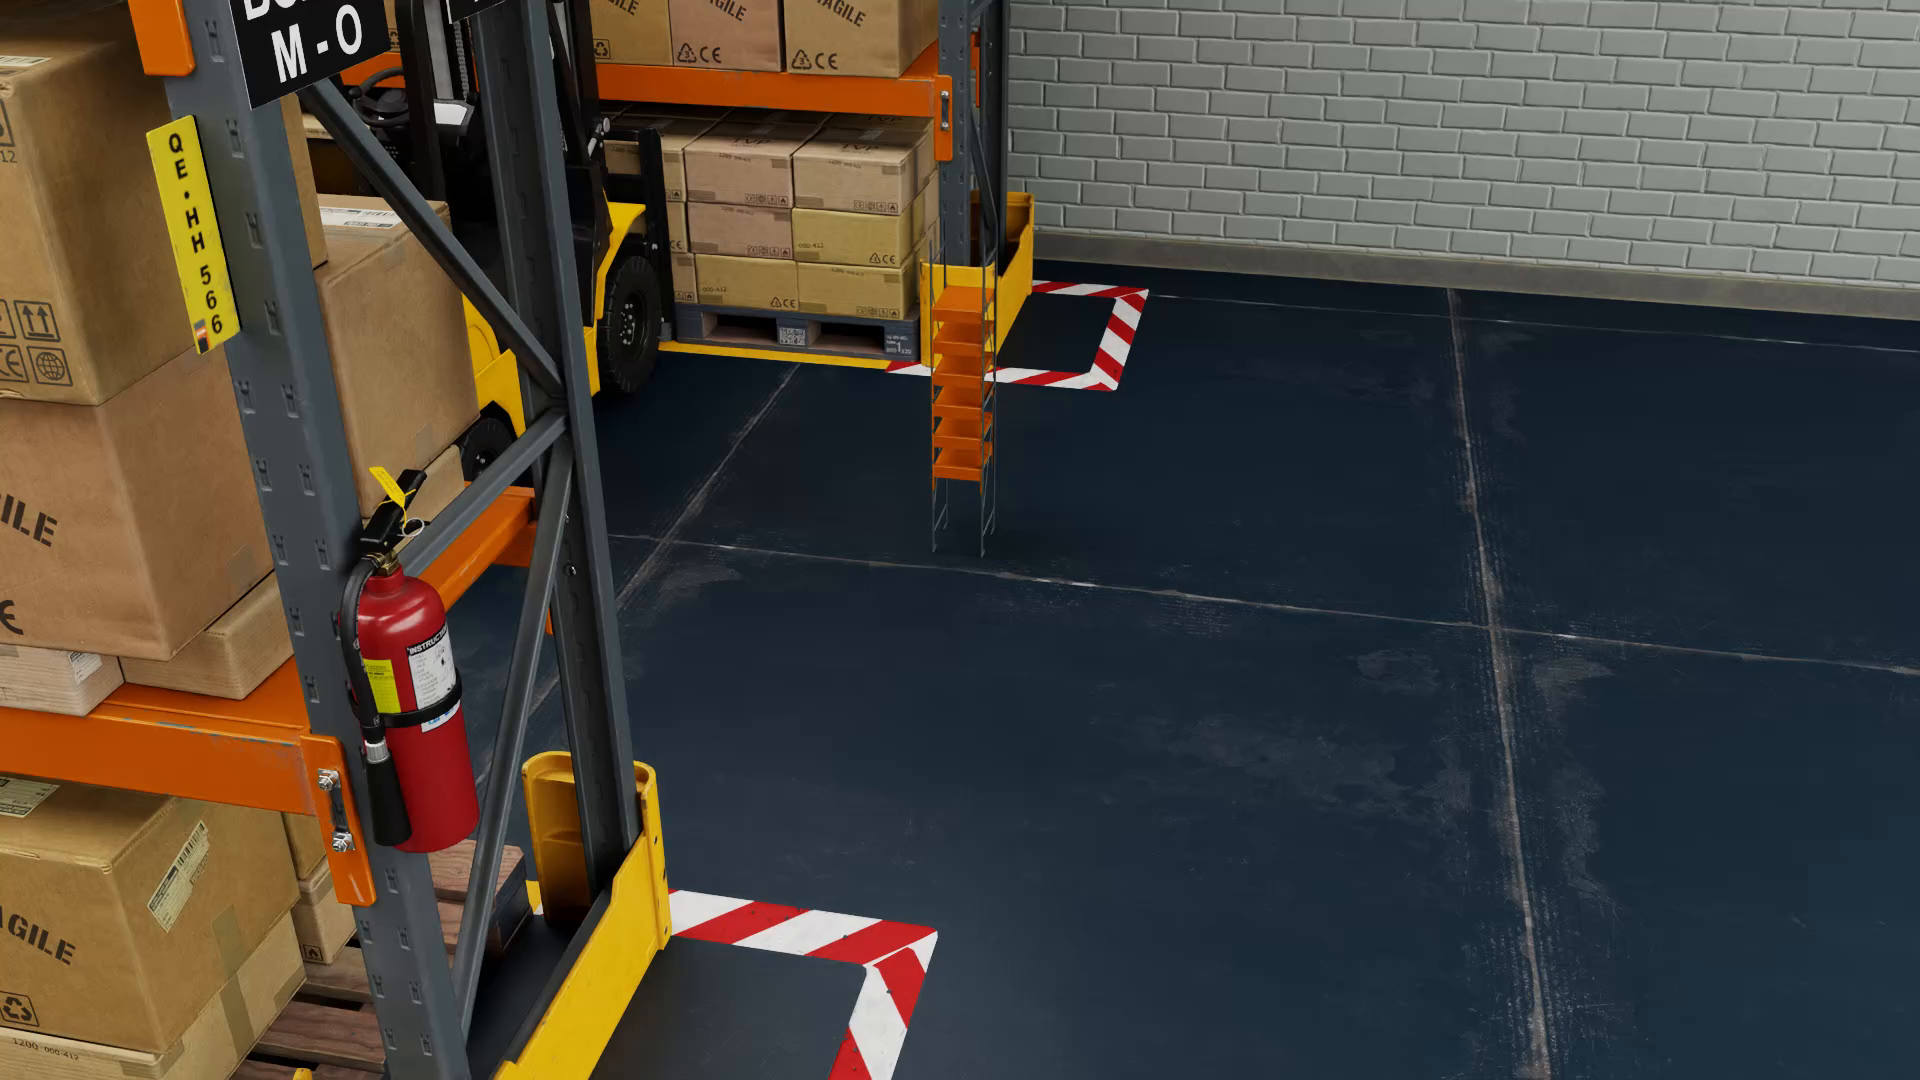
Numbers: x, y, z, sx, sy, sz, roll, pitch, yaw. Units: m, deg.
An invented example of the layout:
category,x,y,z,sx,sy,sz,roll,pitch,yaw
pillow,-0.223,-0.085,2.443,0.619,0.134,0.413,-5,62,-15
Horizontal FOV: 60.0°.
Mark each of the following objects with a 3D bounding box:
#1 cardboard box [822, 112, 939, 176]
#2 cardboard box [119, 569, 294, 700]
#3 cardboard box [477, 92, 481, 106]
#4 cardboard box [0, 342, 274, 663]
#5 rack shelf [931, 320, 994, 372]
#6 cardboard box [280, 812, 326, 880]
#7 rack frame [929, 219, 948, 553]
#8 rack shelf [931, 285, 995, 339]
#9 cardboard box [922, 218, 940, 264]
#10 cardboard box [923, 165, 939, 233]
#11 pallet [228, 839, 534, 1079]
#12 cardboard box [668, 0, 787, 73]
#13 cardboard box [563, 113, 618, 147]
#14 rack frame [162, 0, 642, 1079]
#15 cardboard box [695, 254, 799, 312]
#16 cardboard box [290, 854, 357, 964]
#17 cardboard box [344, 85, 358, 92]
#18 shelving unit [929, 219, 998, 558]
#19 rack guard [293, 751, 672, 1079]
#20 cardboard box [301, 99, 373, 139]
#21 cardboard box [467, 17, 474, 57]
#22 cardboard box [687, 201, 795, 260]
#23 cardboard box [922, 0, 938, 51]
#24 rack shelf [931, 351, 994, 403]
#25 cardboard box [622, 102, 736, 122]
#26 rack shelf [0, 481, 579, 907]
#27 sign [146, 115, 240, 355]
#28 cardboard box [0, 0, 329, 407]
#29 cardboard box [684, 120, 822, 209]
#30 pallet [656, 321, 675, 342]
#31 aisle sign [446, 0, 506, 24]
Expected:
category,x,y,z,sx,sy,sz,roll,pitch,yaw
cardboard box,-0.359,-1.932,8.040,0.500,0.250,0.500,5,29,10
cardboard box,-1.371,0.126,3.157,0.250,0.149,0.380,7,29,12
cardboard box,-2.328,-2.137,8.414,0.500,0.250,0.500,6,29,11
cardboard box,-1.549,-0.146,2.979,0.500,0.500,0.500,5,29,10
rack shelf,0.014,-0.696,5.865,0.180,0.103,0.258,6,29,11
cardboard box,-1.716,0.433,3.980,0.500,0.500,0.500,5,29,9
rack frame,-0.075,-0.534,5.976,0.006,1.200,0.240,6,29,11
rack shelf,0.014,-0.802,5.808,0.180,0.103,0.258,6,29,11
cardboard box,-0.368,-1.497,8.287,0.500,0.250,0.500,6,29,11
cardboard box,-0.345,-1.720,8.174,0.500,0.250,0.500,6,29,11
pallet,-1.822,1.071,4.074,1.213,0.211,1.003,6,29,11
cardboard box,-0.970,-2.404,7.414,0.500,0.500,0.500,7,29,12
cardboard box,-1.934,-1.843,7.878,0.500,0.250,0.500,5,29,10
rack frame,-0.961,-0.047,3.212,0.127,3.000,1.000,6,29,11
cardboard box,-0.938,-1.309,7.944,0.500,0.250,0.500,6,29,11
cardboard box,-1.692,0.764,4.156,0.500,0.250,0.500,6,29,10
cardboard box,-3.318,-2.237,8.598,0.500,0.250,0.500,6,29,12
shelving unit,0.014,-0.525,5.959,0.189,1.200,0.258,6,29,11
rack guard,-1.035,1.042,3.826,0.348,0.500,1.175,6,29,11
cardboard box,-2.934,-1.944,8.062,0.500,0.250,0.500,6,29,11
cardboard box,-1.965,-2.501,7.590,0.500,0.500,0.500,6,29,11
cardboard box,-0.958,-1.533,7.832,0.500,0.250,0.500,6,29,10
cardboard box,-0.355,-2.602,7.775,0.500,0.500,0.500,7,29,12
rack shelf,0.014,-0.591,5.923,0.180,0.103,0.258,6,29,11
cardboard box,-1.335,-2.035,8.229,0.500,0.250,0.500,6,29,10
rack shelf,-2.917,0.068,3.751,4.000,0.370,1.077,6,29,11
sign,-1.097,-0.435,2.385,0.005,0.325,0.100,6,29,11
cardboard box,-1.506,-0.608,2.782,0.500,0.500,0.700,5,29,9
cardboard box,-0.944,-1.743,7.695,0.500,0.250,0.500,6,29,11
pallet,-1.874,-1.335,8.469,1.213,0.211,1.003,6,29,11
aisle sign,-0.836,-1.326,2.842,0.004,0.787,0.394,6,29,11
